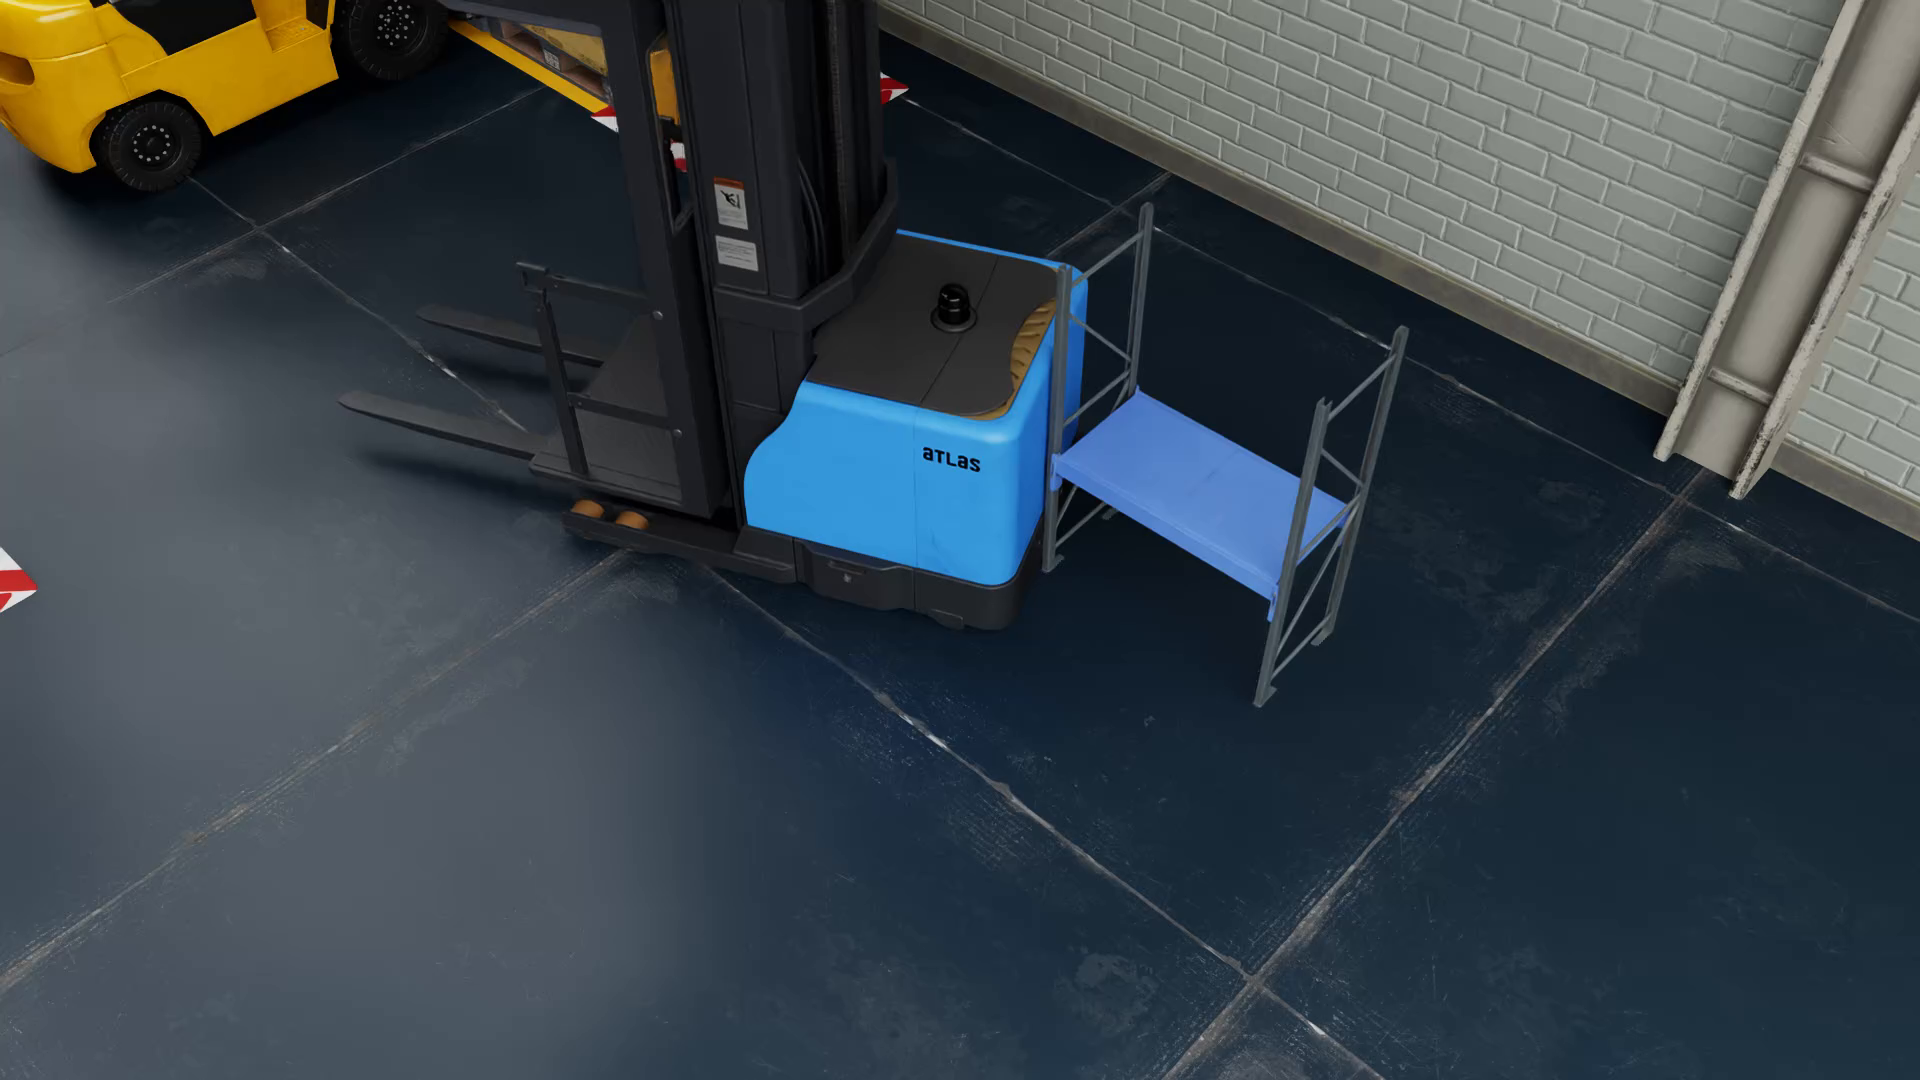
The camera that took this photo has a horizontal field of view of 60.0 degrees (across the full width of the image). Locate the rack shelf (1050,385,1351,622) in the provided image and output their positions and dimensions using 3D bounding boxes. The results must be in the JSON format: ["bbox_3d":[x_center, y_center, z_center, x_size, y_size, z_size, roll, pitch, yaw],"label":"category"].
[{"bbox_3d":[0.884,-0.155,6.114,1.000,0.185,0.538,33,55,27],"label":"rack shelf"}]

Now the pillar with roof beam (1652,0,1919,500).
[{"bbox_3d":[0.279,-1.117,1.627,0.400,9.000,9.100,34,55,28],"label":"pillar with roof beam"}]

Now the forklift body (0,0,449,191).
[{"bbox_3d":[-3.940,-3.180,8.260,1.214,2.155,2.313,34,55,28],"label":"forklift body"}]

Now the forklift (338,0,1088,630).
[{"bbox_3d":[-1.078,-1.308,5.967,3.031,2.935,1.130,14,48,13],"label":"forklift"}]

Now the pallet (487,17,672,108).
[{"bbox_3d":[-1.900,-2.911,9.338,1.213,0.211,1.003,34,55,28],"label":"pallet"}]

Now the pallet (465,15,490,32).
[{"bbox_3d":[-2.792,-3.514,9.905,1.213,0.211,1.003,34,55,28],"label":"pallet"}]

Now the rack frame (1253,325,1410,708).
[{"bbox_3d":[1.266,-0.034,5.753,0.032,1.500,0.500,33,55,27],"label":"rack frame"}]

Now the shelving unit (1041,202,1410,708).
[{"bbox_3d":[0.884,-0.278,5.983,1.048,1.500,0.538,33,55,27],"label":"shelving unit"}]

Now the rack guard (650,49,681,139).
[{"bbox_3d":[-1.292,-2.642,8.888,0.348,0.500,1.175,34,55,28],"label":"rack guard"}]

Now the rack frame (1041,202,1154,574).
[{"bbox_3d":[0.502,-0.523,6.212,0.032,1.500,0.500,33,55,27],"label":"rack frame"}]

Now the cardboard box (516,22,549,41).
[{"bbox_3d":[-2.228,-3.026,9.132,0.500,0.250,0.500,34,55,28],"label":"cardboard box"}]

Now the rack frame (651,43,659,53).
[{"bbox_3d":[-1.310,-3.510,7.988,0.127,3.000,1.000,34,55,28],"label":"rack frame"}]

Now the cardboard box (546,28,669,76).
[{"bbox_3d":[-1.869,-2.775,8.896,0.500,0.250,0.500,34,56,28],"label":"cardboard box"}]
